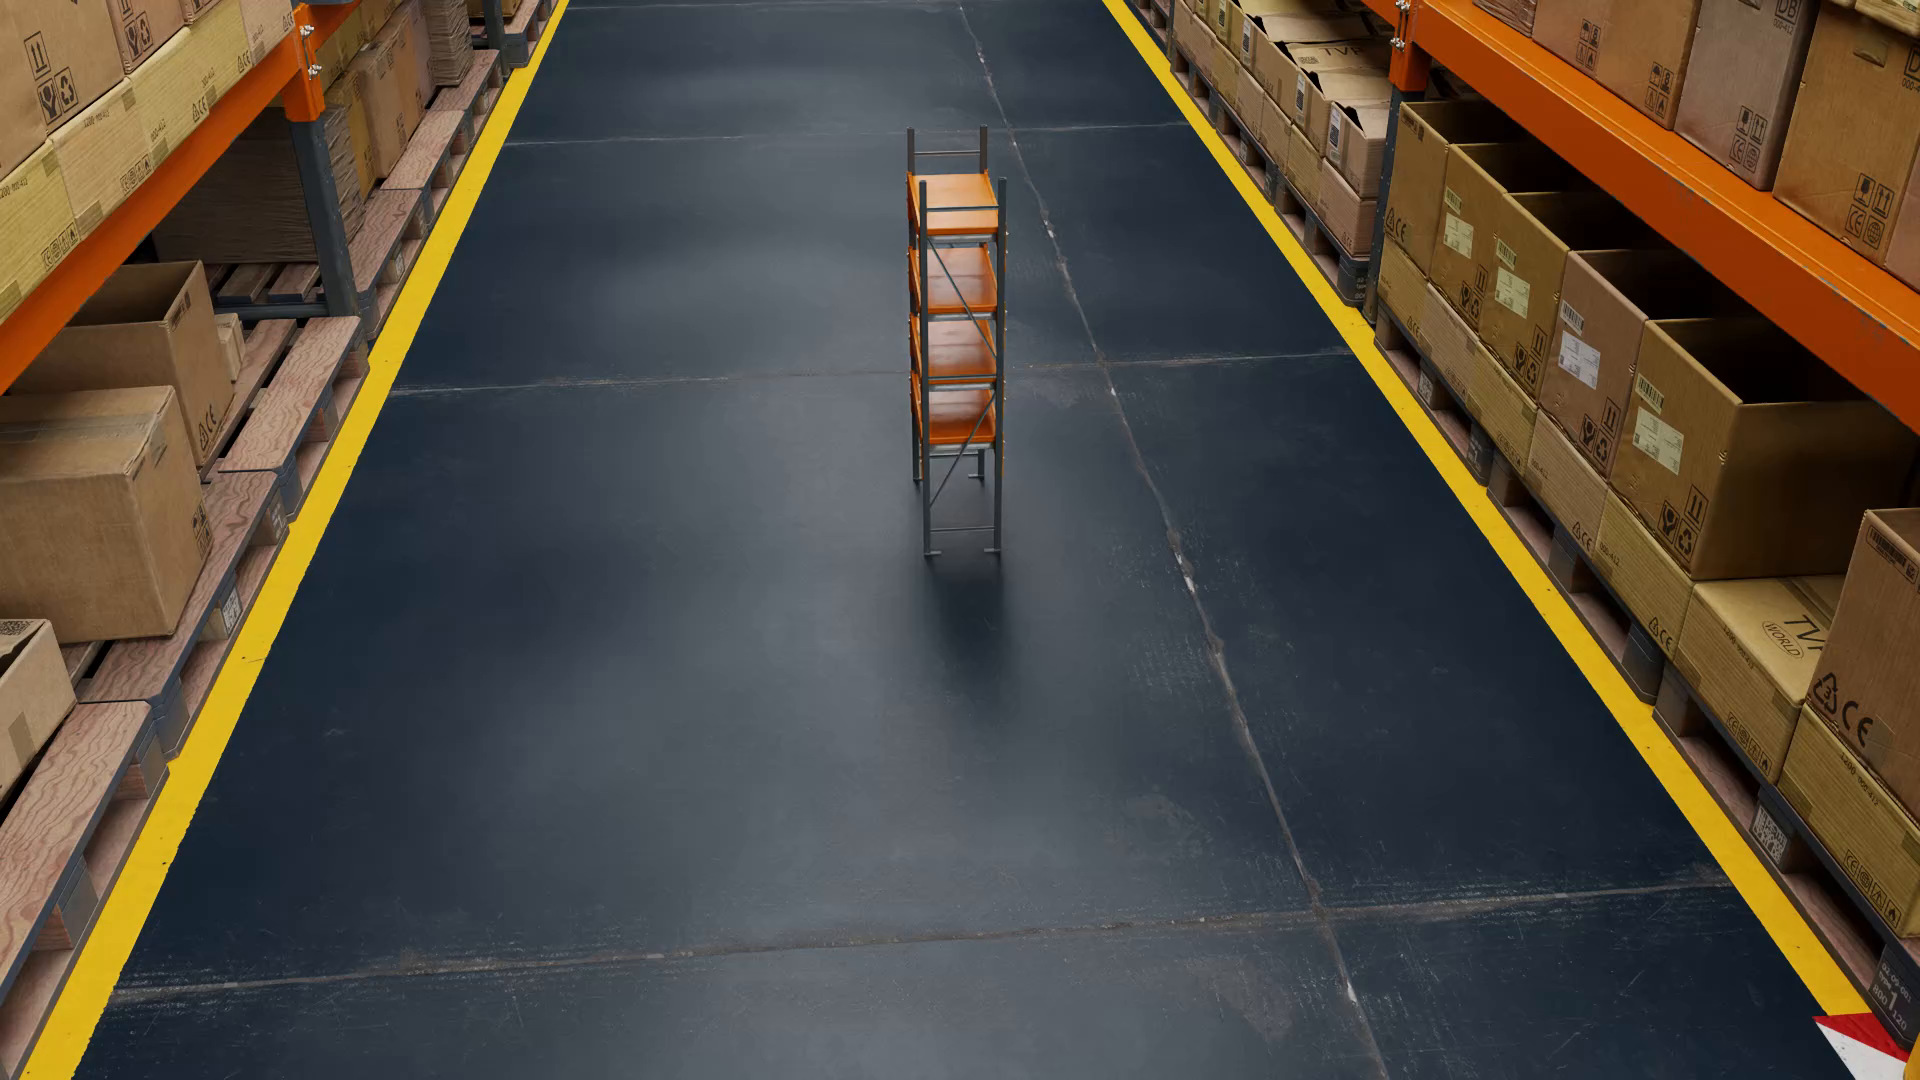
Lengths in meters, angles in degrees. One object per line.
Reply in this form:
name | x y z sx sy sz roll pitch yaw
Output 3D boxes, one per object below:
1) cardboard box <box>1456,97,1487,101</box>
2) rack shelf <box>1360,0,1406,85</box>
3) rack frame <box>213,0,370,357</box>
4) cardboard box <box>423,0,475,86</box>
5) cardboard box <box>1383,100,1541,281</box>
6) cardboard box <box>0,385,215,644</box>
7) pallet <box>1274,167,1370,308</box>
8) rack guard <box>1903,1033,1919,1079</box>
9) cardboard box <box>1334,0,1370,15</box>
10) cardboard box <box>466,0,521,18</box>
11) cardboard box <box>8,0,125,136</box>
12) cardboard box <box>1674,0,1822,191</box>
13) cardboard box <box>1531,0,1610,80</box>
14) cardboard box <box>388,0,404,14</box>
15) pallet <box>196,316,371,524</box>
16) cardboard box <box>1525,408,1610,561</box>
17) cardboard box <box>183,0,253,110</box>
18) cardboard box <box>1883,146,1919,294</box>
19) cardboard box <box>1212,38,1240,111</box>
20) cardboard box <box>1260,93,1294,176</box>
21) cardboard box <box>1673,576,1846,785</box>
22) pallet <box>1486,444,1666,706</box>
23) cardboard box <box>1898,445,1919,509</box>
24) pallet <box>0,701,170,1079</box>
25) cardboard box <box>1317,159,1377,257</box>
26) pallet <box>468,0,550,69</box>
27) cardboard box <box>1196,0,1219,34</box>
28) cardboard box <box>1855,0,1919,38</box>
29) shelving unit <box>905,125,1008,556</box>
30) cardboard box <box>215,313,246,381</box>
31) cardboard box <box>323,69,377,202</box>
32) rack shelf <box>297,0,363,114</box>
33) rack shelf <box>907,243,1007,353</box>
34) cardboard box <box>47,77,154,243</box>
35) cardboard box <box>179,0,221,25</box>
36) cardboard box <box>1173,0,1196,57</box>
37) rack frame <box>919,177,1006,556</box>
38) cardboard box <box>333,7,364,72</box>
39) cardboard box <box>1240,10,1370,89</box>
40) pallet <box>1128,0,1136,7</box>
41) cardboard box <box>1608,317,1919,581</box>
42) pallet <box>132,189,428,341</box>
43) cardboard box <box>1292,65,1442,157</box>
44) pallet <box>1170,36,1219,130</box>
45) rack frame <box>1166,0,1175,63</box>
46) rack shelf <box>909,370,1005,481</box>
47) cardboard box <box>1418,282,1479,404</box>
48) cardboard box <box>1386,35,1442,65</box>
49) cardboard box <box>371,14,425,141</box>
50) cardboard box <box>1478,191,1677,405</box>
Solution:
cardboard box | 2.352 -1.663 6.833 0.500 0.311 0.500 -3 31 -4
rack shelf | 1.956 -2.911 7.900 1.077 0.370 4.000 -3 31 -5
rack frame | -2.789 -1.960 5.606 1.000 3.000 0.127 -3 31 -5
cardboard box | -3.044 -2.753 8.942 0.700 0.500 0.500 -2 31 -4
cardboard box | 1.874 -1.269 5.990 0.500 0.500 0.500 -3 31 -5
cardboard box | -2.462 -0.059 4.432 0.700 0.500 0.500 -5 31 -8
pallet | 2.035 -1.376 7.348 1.003 0.211 1.213 -3 31 -5
rack guard | 2.519 0.929 3.208 1.175 0.500 0.348 -3 31 -5
cardboard box | 2.163 -2.703 8.576 0.500 0.311 0.500 -3 31 -5
cardboard box | -3.101 -3.641 10.107 0.750 0.750 0.750 -3 31 -5
cardboard box | -2.299 -1.222 3.766 0.500 0.500 0.500 -2 31 -3
cardboard box | 2.338 -1.229 4.285 0.700 0.500 0.500 -2 31 -3
cardboard box | 2.246 -1.747 5.152 0.700 0.500 0.500 -3 31 -5
cardboard box | -3.053 -2.781 8.257 0.500 0.250 0.500 -2 31 -4
pallet | -2.691 -0.421 5.750 1.003 0.211 1.213 -3 31 -5
cardboard box | 2.020 -0.182 4.901 0.500 0.250 0.500 -3 31 -5
cardboard box | -2.405 -1.422 4.832 0.500 0.250 0.500 -3 31 -4
cardboard box | 2.432 -0.707 3.410 0.700 0.500 0.500 -2 31 -3
cardboard box | 1.628 -2.438 8.678 0.500 0.250 0.500 -4 31 -6
cardboard box | 1.722 -1.916 7.805 0.500 0.250 0.500 -2 31 -3
cardboard box | 2.113 0.329 4.046 0.500 0.250 0.500 -3 31 -5
pallet | 2.292 0.030 4.993 1.003 0.211 1.213 -3 31 -5
cardboard box | 2.580 -0.273 4.322 0.500 0.500 0.500 -3 31 -5
pallet | -2.463 0.824 3.664 1.003 0.211 1.213 -3 31 -5
cardboard box | 1.815 -1.397 6.935 0.500 0.250 0.500 -3 31 -5
pallet | -3.161 -3.211 10.420 1.003 0.211 1.213 -3 31 -5
cardboard box | 1.583 -2.933 8.959 0.500 0.311 0.500 -3 31 -6
cardboard box | 2.195 -1.191 3.588 0.380 0.149 0.250 -2 31 -3
shelving unit | -0.015 -0.600 5.084 0.258 1.200 0.503 -3 31 -5
cardboard box | -2.709 -0.661 5.765 0.380 0.166 0.250 -7 32 -11
cardboard box | -2.973 -1.712 7.199 0.700 0.500 0.500 -3 31 -6
rack shelf | -2.976 -2.672 7.500 1.077 0.370 4.000 -3 31 -5
rack shelf | -0.015 -0.734 5.004 0.258 0.148 0.480 -3 31 -5
cardboard box | -2.294 -0.909 3.974 0.500 0.250 0.500 -2 31 -4
cardboard box | -2.385 -1.745 4.641 0.500 0.500 0.500 -3 31 -5
cardboard box | 1.525 -2.960 9.552 0.500 0.250 0.500 -3 31 -5
rack frame | 0.007 -0.475 4.875 0.240 1.200 0.015 -3 31 -5
cardboard box | -2.971 -2.263 7.390 0.500 0.250 0.500 -4 31 -6
cardboard box | 1.677 -2.410 8.084 0.500 0.311 0.500 -3 31 -5
pallet | 1.626 -4.048 11.822 1.003 0.211 1.213 -3 31 -5
cardboard box | 2.062 -0.248 4.281 0.500 0.500 0.500 -3 31 -5
pallet | -2.863 -1.160 6.986 1.003 0.211 1.213 -3 31 -5
cardboard box | 1.765 -1.898 7.227 0.500 0.311 0.500 -2 31 -3
pallet | 1.807 -2.622 9.434 1.003 0.211 1.213 -3 31 -5
rack frame | 1.769 -4.241 9.425 1.000 3.000 0.127 -3 31 -5
rack shelf | -0.015 -0.371 5.220 0.258 0.148 0.480 -3 31 -5
cardboard box | 1.926 -0.692 5.755 0.500 0.250 0.500 -3 31 -5
cardboard box | 2.261 -2.183 7.704 0.500 0.311 0.500 -4 31 -6
cardboard box | -3.037 -2.232 8.070 0.700 0.500 0.500 -3 31 -5
cardboard box | 1.968 -0.758 5.135 0.500 0.500 0.500 -3 31 -5
